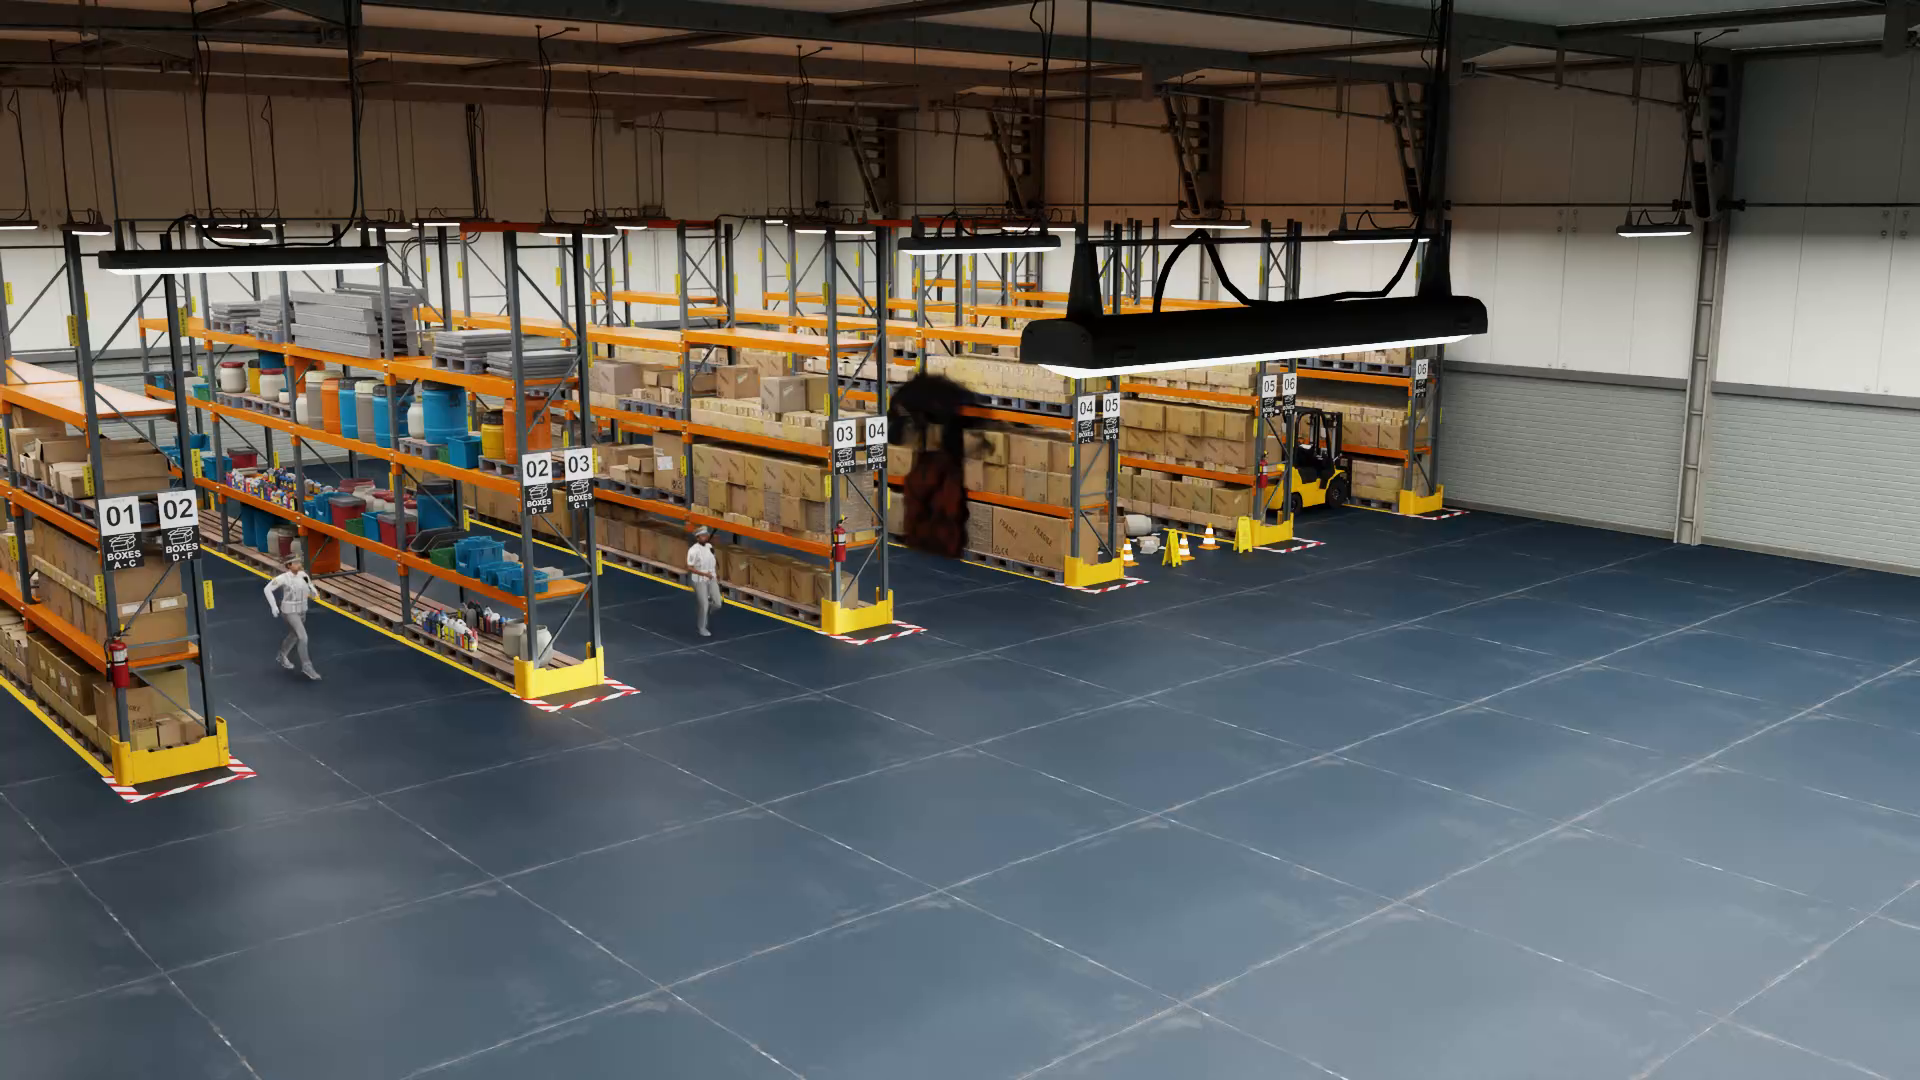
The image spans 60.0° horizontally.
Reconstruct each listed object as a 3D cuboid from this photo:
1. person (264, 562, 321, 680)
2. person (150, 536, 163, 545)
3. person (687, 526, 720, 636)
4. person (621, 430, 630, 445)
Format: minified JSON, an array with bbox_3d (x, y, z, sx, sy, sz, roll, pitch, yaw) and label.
[{"bbox_3d":[-9.031,1.026,22.559,0.851,1.702,0.581,5,12,22],"label":"person"},{"bbox_3d":[-13.865,-0.264,28.832,0.711,1.763,0.702,-8,14,-33],"label":"person"},{"bbox_3d":[-3.777,0.605,24.723,0.554,1.656,0.569,11,16,43],"label":"person"},{"bbox_3d":[-8.474,-2.675,41.445,0.837,1.502,0.531,-9,15,-39],"label":"person"}]
